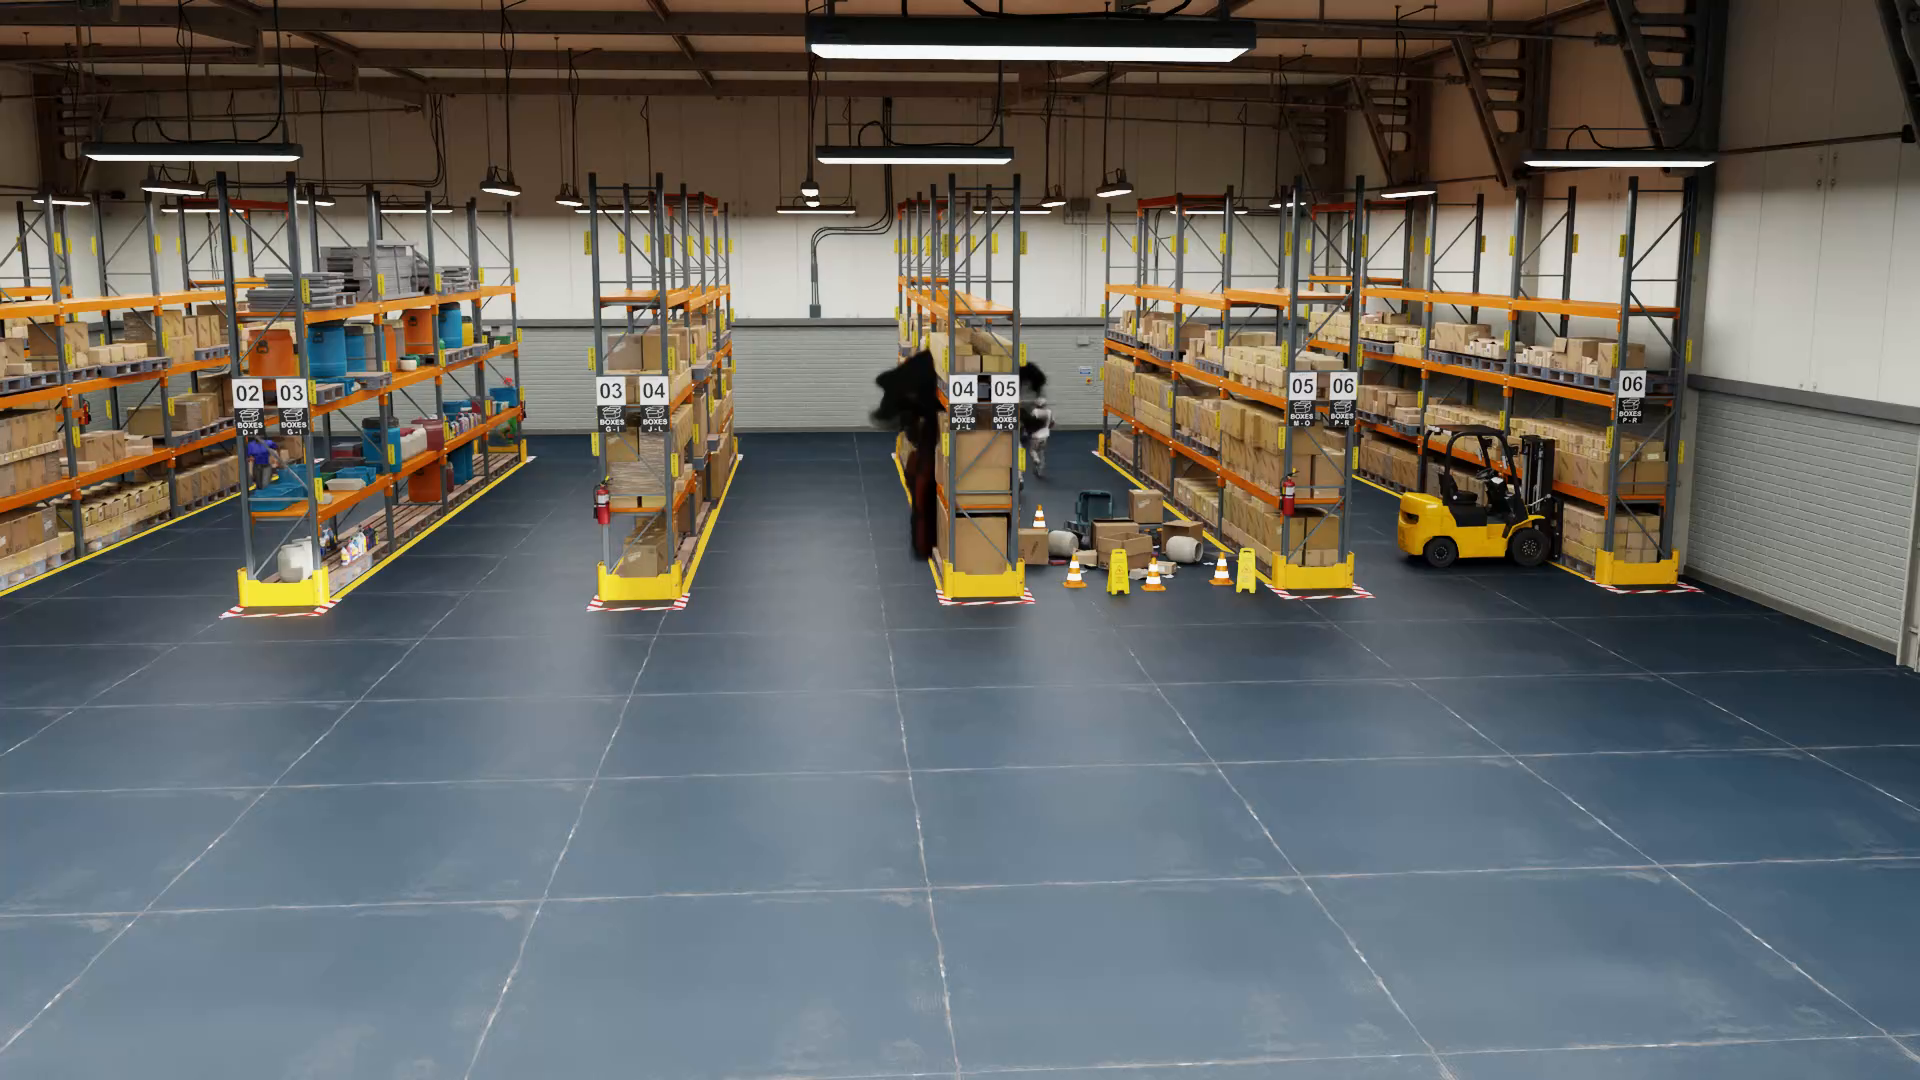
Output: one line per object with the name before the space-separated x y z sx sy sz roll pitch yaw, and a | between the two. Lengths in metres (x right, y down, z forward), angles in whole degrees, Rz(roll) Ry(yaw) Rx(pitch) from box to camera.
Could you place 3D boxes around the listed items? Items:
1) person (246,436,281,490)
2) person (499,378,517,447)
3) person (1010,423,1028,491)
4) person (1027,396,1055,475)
person | -13.079 -1.262 31.178 0.543 1.671 0.877 -2 10 -8
person | -11.351 -3.212 41.901 0.677 1.752 0.670 3 11 18
person | 1.039 -1.786 33.827 0.709 1.763 0.887 -1 10 -6
person | 1.765 -2.306 36.766 0.667 1.748 0.632 -4 11 -23
